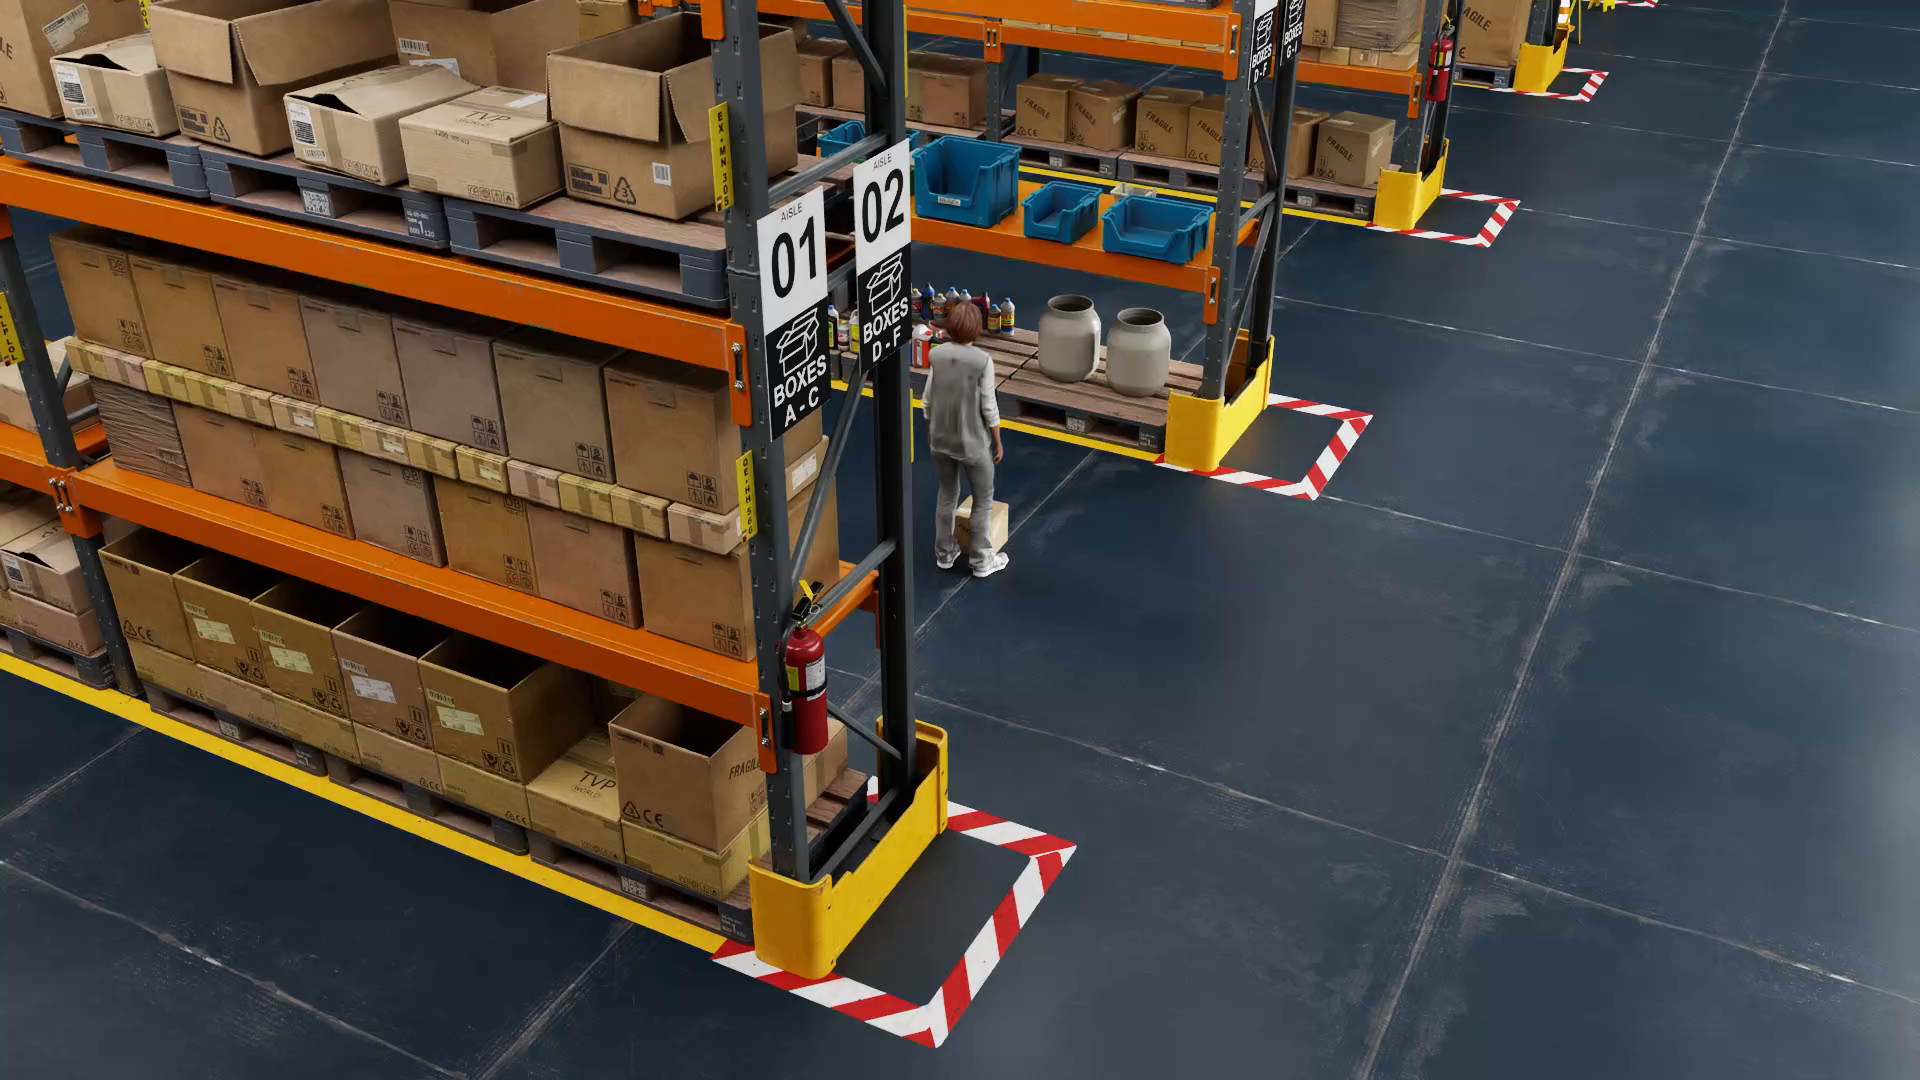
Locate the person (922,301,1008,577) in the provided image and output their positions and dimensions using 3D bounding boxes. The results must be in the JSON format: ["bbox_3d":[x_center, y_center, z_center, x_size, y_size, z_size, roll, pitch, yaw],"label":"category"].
[{"bbox_3d":[0.017,-0.542,9.212,0.467,1.593,0.350,14,33,23],"label":"person"}]
